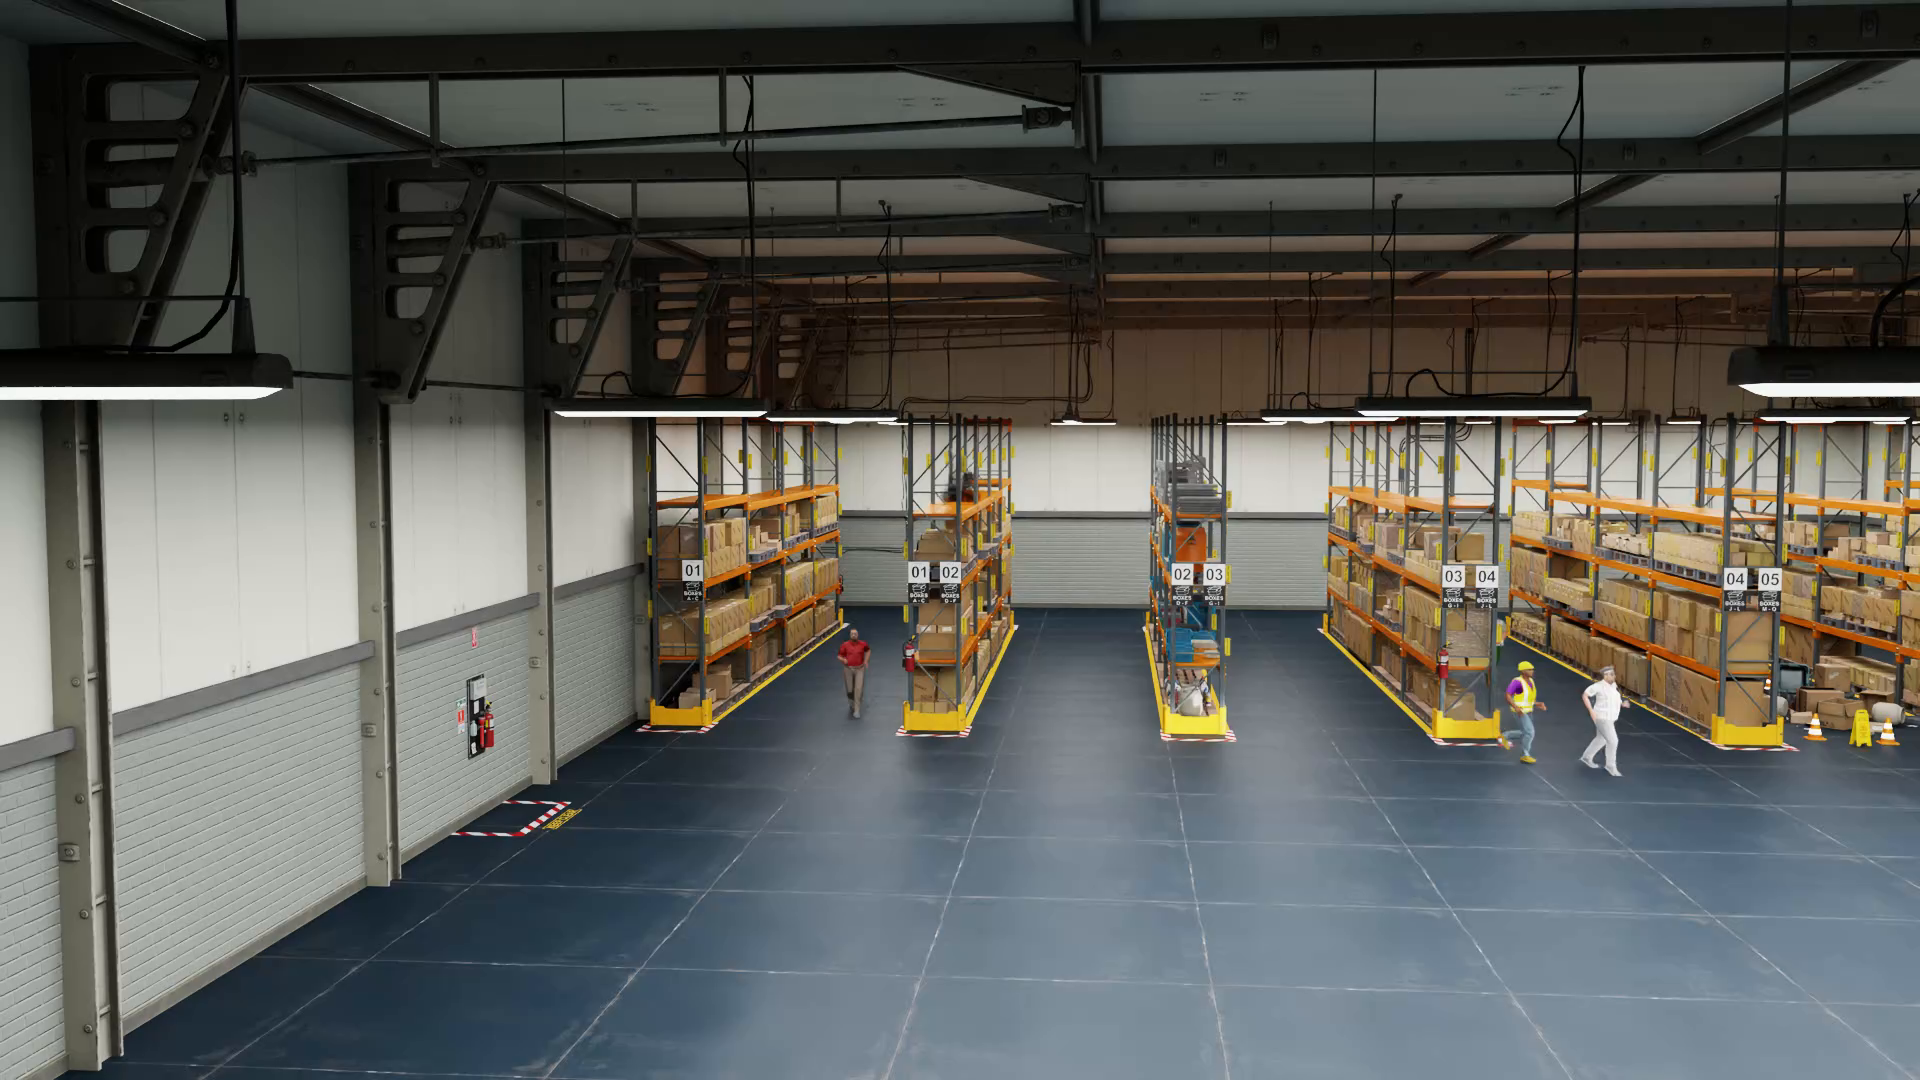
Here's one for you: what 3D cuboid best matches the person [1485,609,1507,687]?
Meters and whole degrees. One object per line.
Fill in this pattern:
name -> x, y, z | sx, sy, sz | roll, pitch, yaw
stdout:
person -> 11.811, 2.357, 36.893 | 0.670, 1.779, 0.657 | 0, 4, 1

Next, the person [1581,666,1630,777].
person -> 10.719, 2.987, 27.638 | 0.645, 1.842, 0.799 | -4, 5, -44

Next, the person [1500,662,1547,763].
person -> 9.618, 2.939, 28.668 | 0.685, 1.718, 0.753 | -4, 5, -43

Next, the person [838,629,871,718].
person -> -2.108, 2.629, 33.154 | 0.664, 1.725, 0.954 | 0, 4, -4
